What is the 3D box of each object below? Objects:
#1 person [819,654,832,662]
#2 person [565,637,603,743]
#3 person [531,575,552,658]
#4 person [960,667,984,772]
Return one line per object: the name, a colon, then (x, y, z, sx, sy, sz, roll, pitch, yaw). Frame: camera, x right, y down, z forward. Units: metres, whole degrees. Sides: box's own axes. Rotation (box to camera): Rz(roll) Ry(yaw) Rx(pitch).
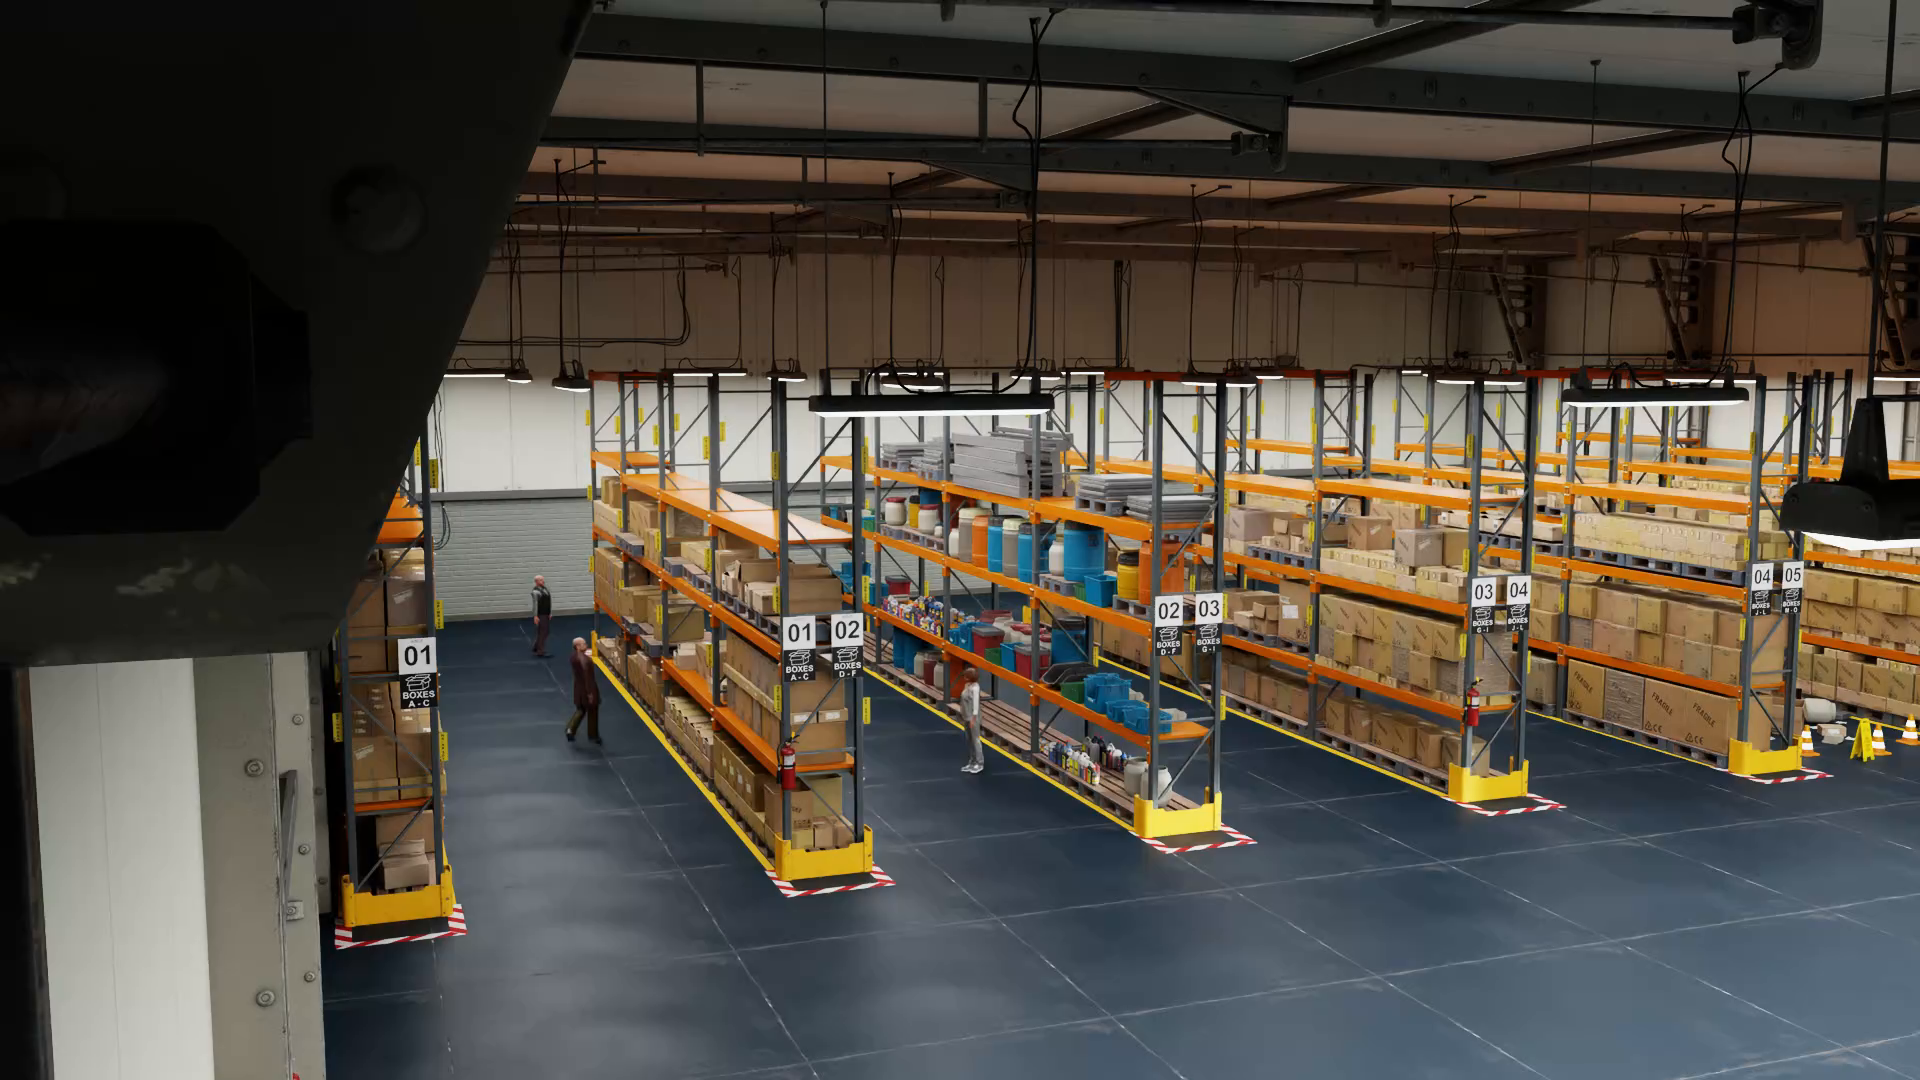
person: (-2.219, 2.165, 29.440, 0.701, 1.701, 1.119, -2, 7, -21)
person: (-6.099, 2.446, 27.022, 0.544, 1.767, 0.778, 4, 8, 32)
person: (-8.779, 1.588, 34.823, 0.438, 1.729, 0.565, -1, 6, -11)
person: (0.190, 2.732, 25.223, 0.354, 1.623, 0.477, -3, 7, -22)
